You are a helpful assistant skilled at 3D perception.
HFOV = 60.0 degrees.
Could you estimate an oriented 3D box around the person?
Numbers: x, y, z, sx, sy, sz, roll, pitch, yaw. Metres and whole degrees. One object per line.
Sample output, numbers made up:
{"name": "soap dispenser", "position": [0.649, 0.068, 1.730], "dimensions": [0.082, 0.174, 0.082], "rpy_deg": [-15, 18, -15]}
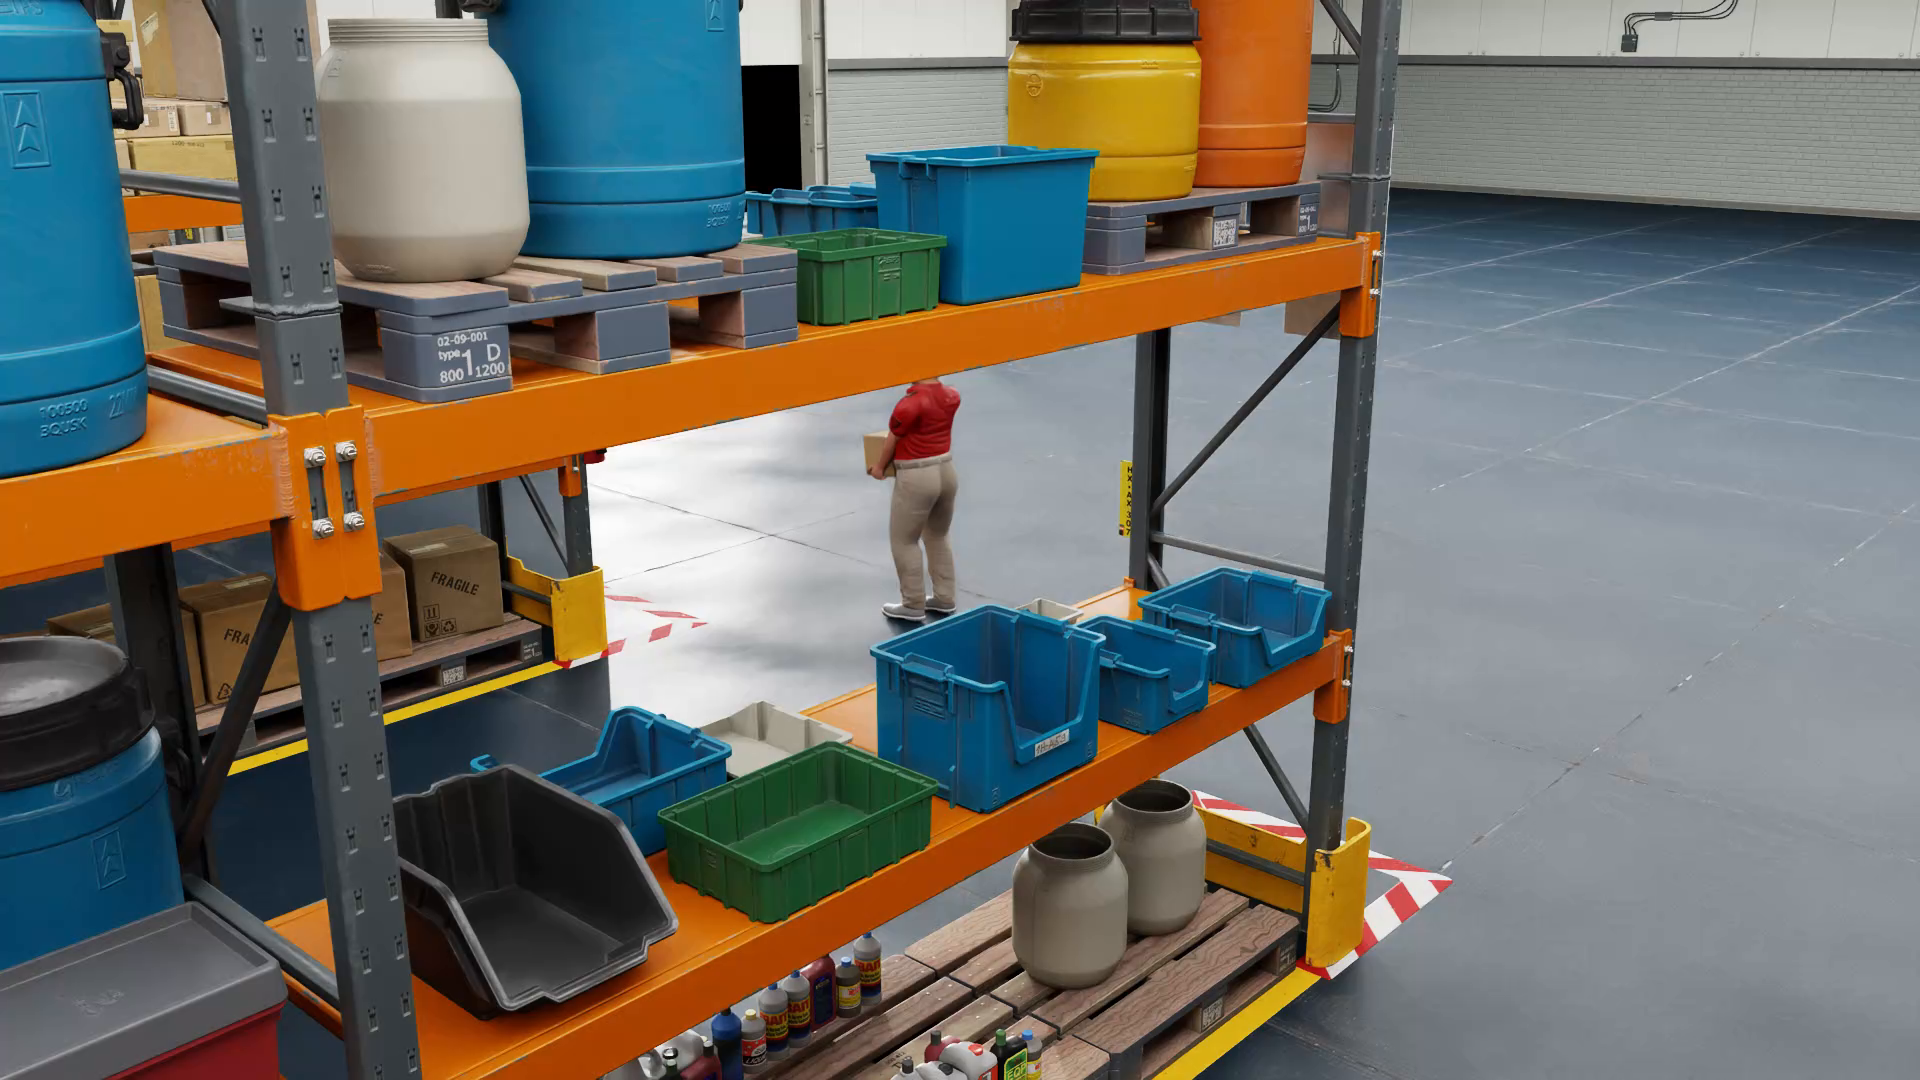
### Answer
{"name": "person", "position": [-0.297, -0.359, 10.281], "dimensions": [0.531, 1.719, 0.494], "rpy_deg": [15, 22, 40]}
